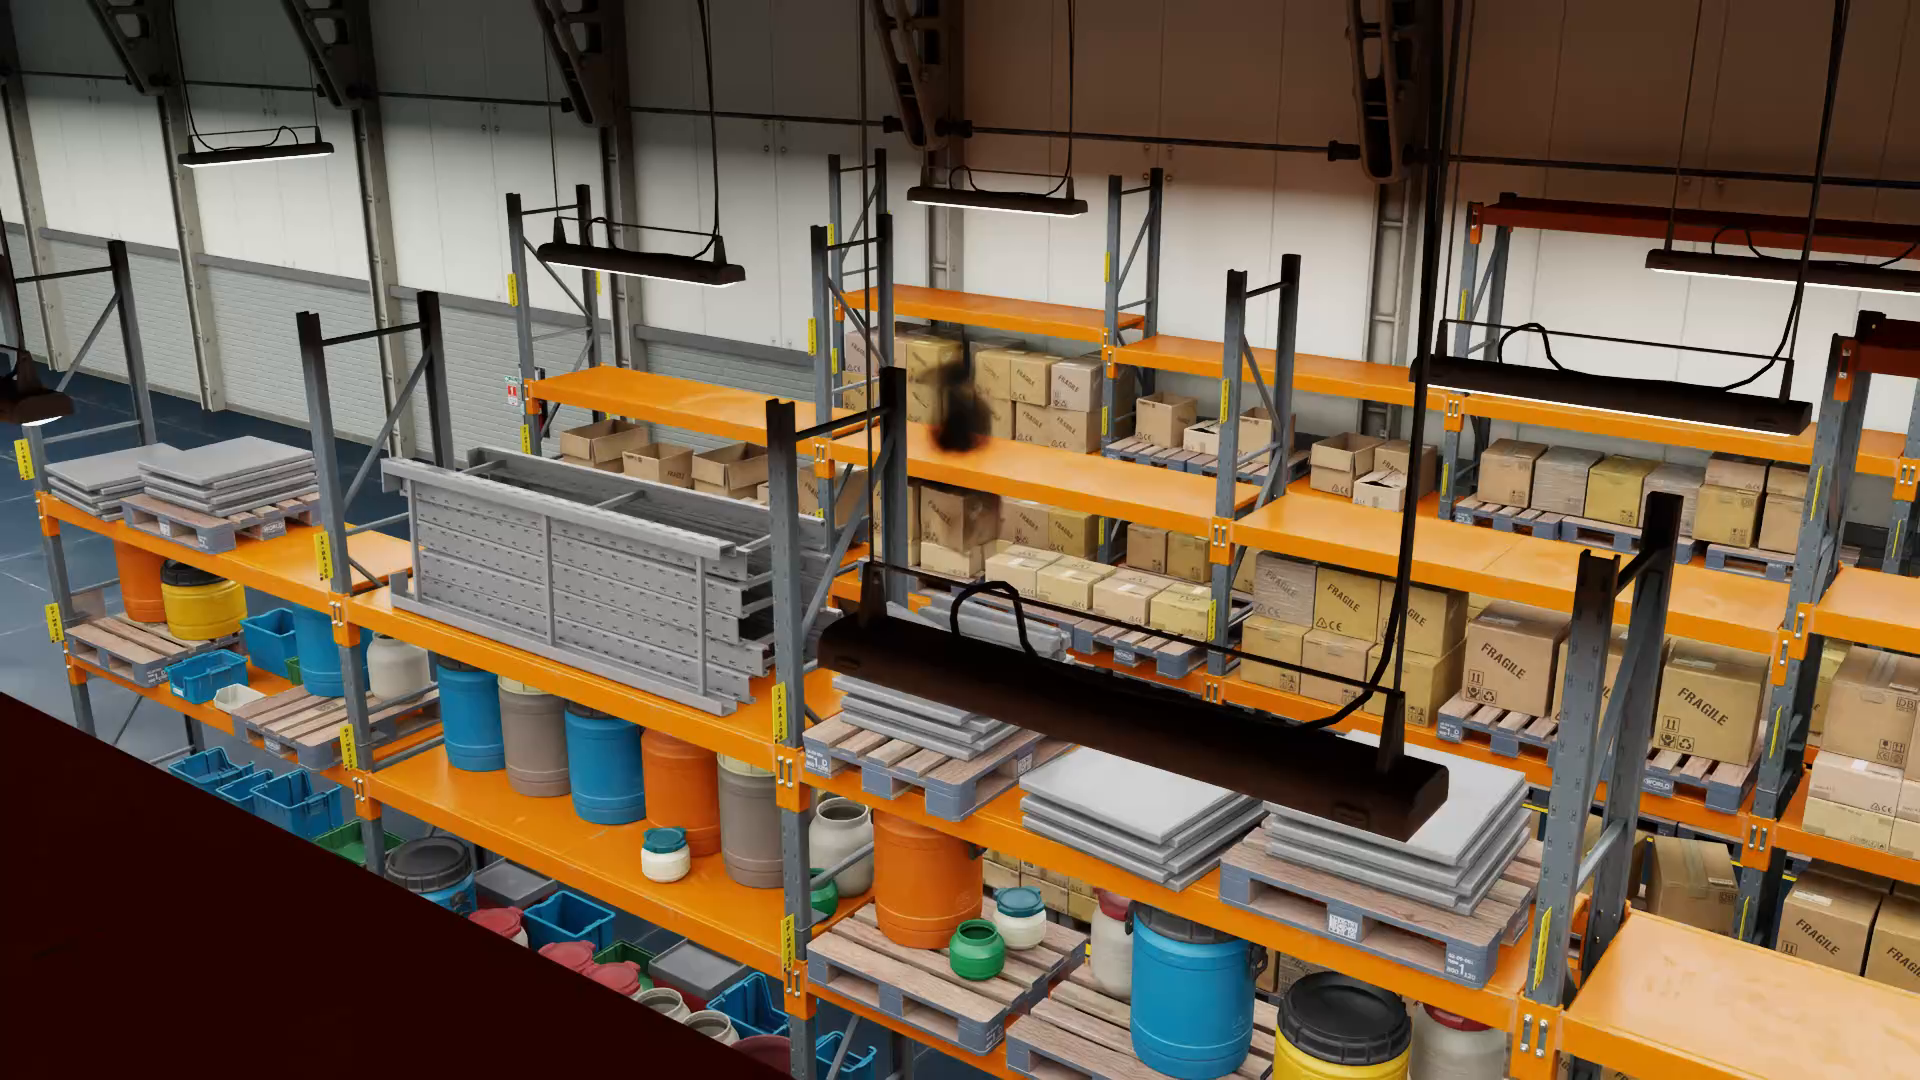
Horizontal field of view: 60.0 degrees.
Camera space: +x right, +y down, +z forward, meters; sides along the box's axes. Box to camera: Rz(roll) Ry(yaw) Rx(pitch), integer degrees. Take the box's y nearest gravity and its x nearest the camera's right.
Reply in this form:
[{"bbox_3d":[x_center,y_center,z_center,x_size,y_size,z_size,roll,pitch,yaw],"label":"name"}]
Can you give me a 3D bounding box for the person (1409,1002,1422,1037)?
[{"bbox_3d":[3.039,3.844,10.978,0.811,1.739,0.580,13,22,34],"label":"person"}]
